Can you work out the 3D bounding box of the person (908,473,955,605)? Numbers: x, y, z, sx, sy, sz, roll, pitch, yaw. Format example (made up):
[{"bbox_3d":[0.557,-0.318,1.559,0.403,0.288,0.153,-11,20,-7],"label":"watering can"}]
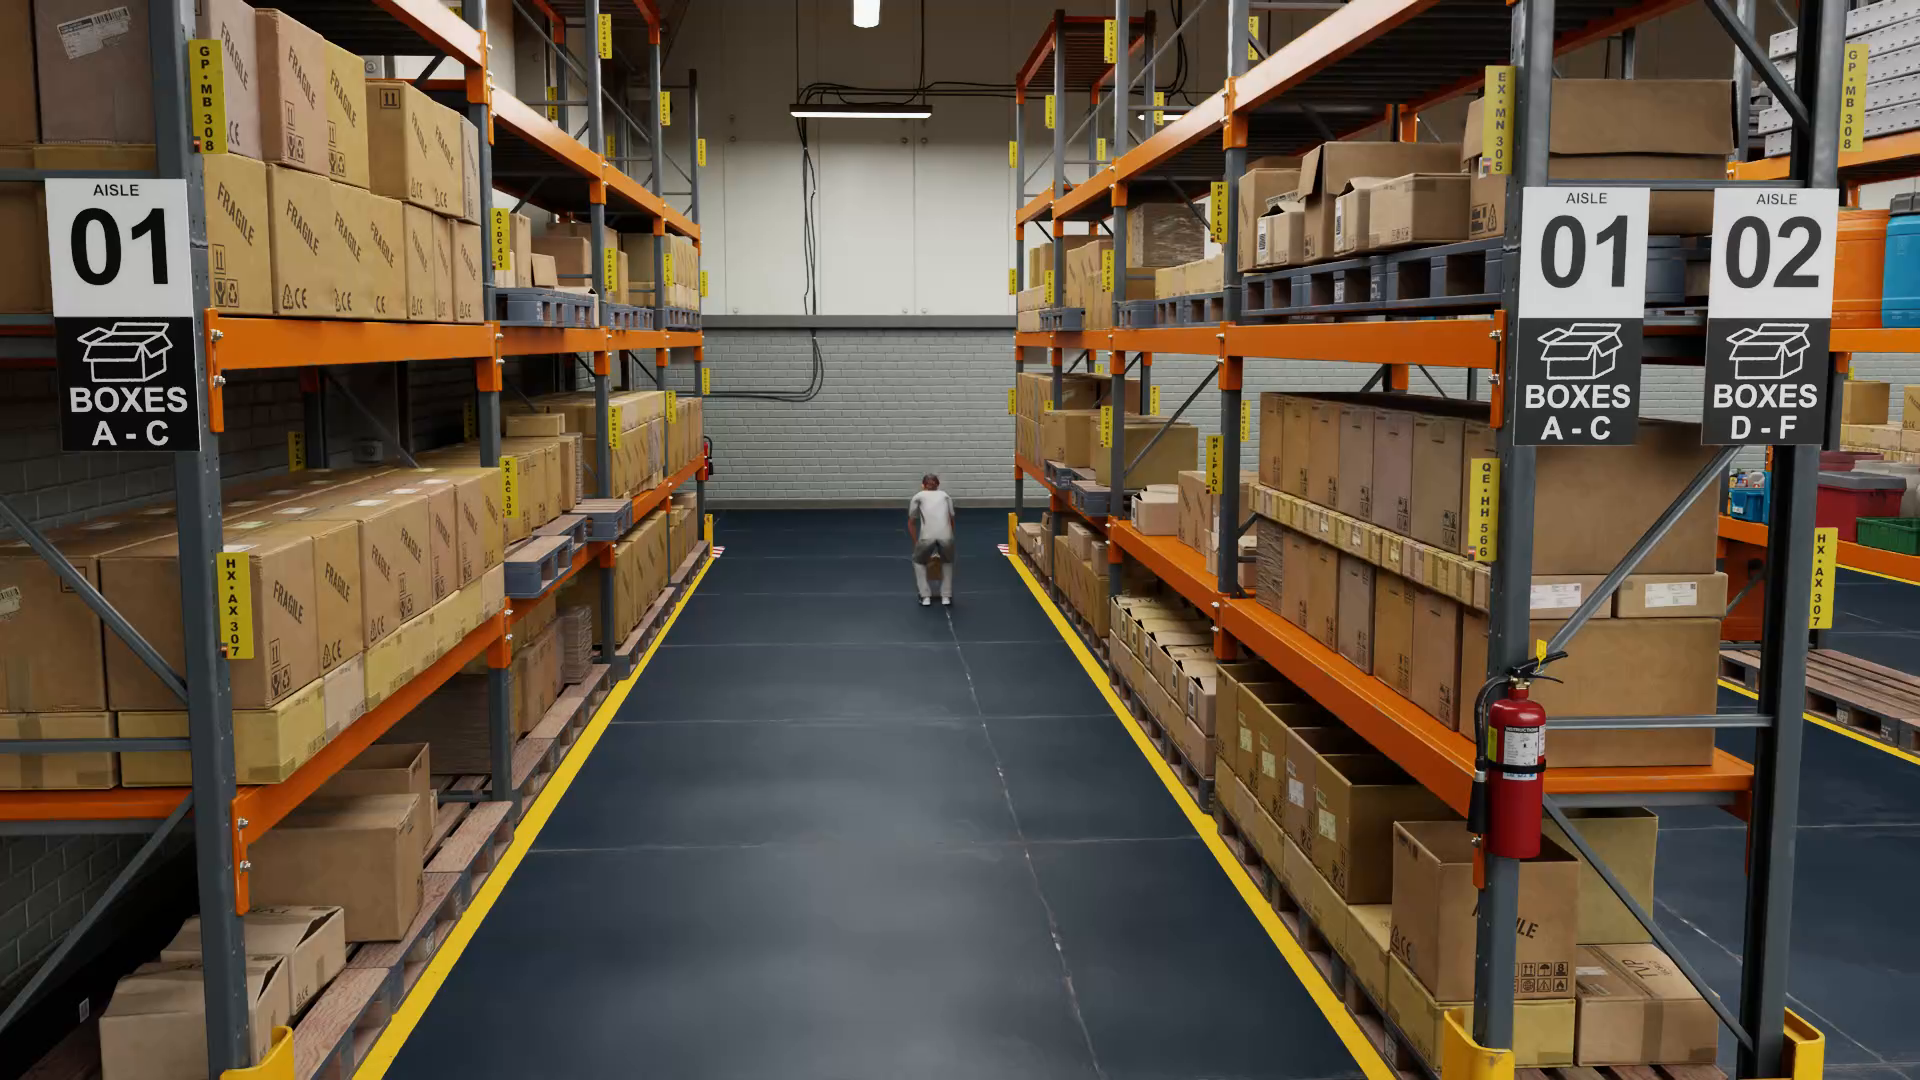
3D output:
[{"bbox_3d":[-0.293,-0.004,17.225,0.491,1.335,0.665,0,7,-4],"label":"person"}]
